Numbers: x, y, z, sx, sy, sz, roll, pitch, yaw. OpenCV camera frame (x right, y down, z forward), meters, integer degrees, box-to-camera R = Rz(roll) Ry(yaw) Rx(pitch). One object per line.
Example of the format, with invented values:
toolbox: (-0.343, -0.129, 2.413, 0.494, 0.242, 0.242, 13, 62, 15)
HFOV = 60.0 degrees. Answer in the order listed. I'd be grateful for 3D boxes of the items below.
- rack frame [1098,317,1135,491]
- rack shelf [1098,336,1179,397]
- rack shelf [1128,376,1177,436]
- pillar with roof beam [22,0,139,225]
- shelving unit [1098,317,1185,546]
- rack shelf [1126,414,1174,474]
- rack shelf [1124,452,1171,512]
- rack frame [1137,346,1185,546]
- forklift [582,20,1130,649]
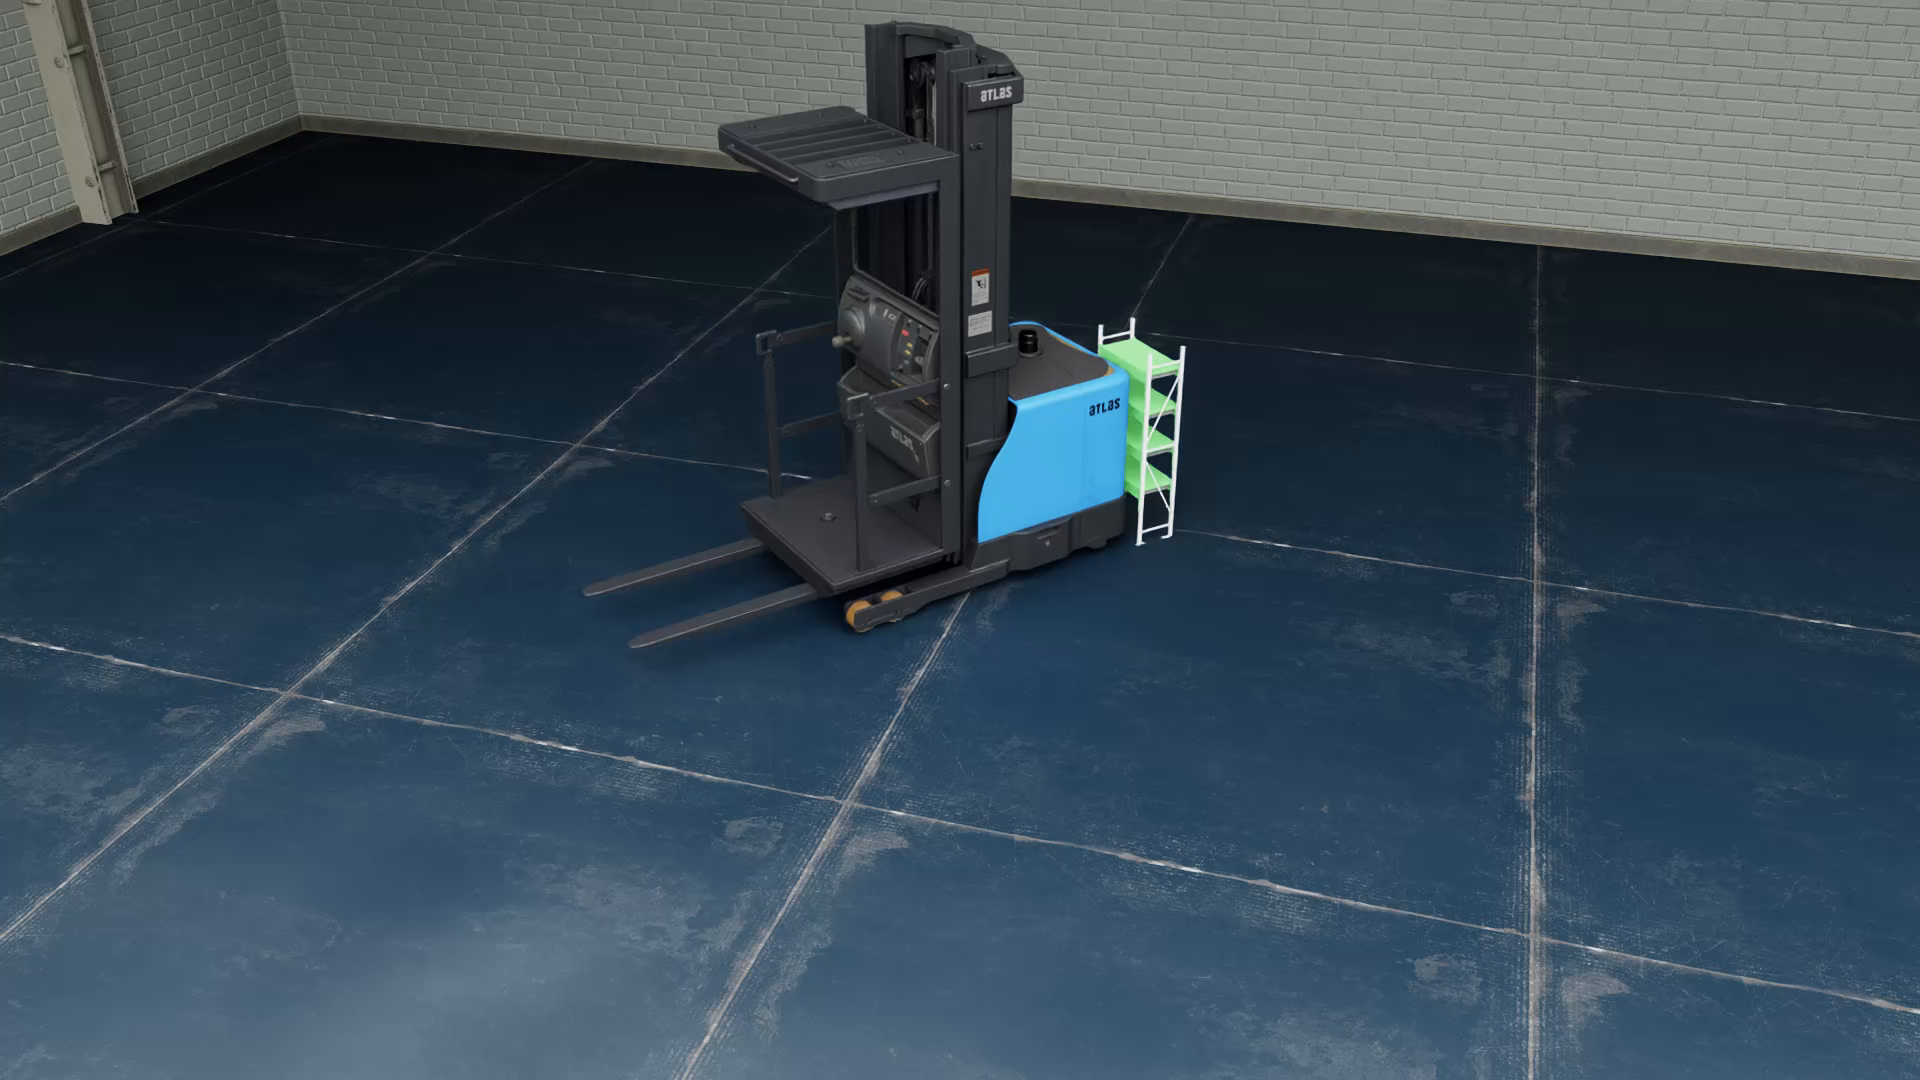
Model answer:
rack frame: (0.900, -0.728, 9.824, 0.240, 1.200, 0.015, -15, 33, -25)
rack shelf: (1.019, -0.988, 9.435, 0.258, 0.148, 0.480, -15, 33, -25)
rack shelf: (1.019, -0.778, 9.552, 0.258, 0.148, 0.480, -15, 33, -25)
pillar with roof beam: (-3.550, -6.236, 11.703, 9.100, 9.000, 0.400, 8, 30, 15)
shelving unit: (1.019, -0.624, 9.638, 0.258, 1.200, 0.503, -15, 33, -25)
rack shelf: (1.019, -0.568, 9.669, 0.258, 0.148, 0.480, -15, 33, -25)
rack shelf: (1.019, -0.359, 9.785, 0.258, 0.148, 0.480, -15, 33, -25)
rack frame: (1.139, -0.521, 9.452, 0.240, 1.200, 0.015, -15, 33, -25)
forklift: (-0.555, -1.081, 8.678, 3.031, 2.935, 1.130, -18, 34, -28)
